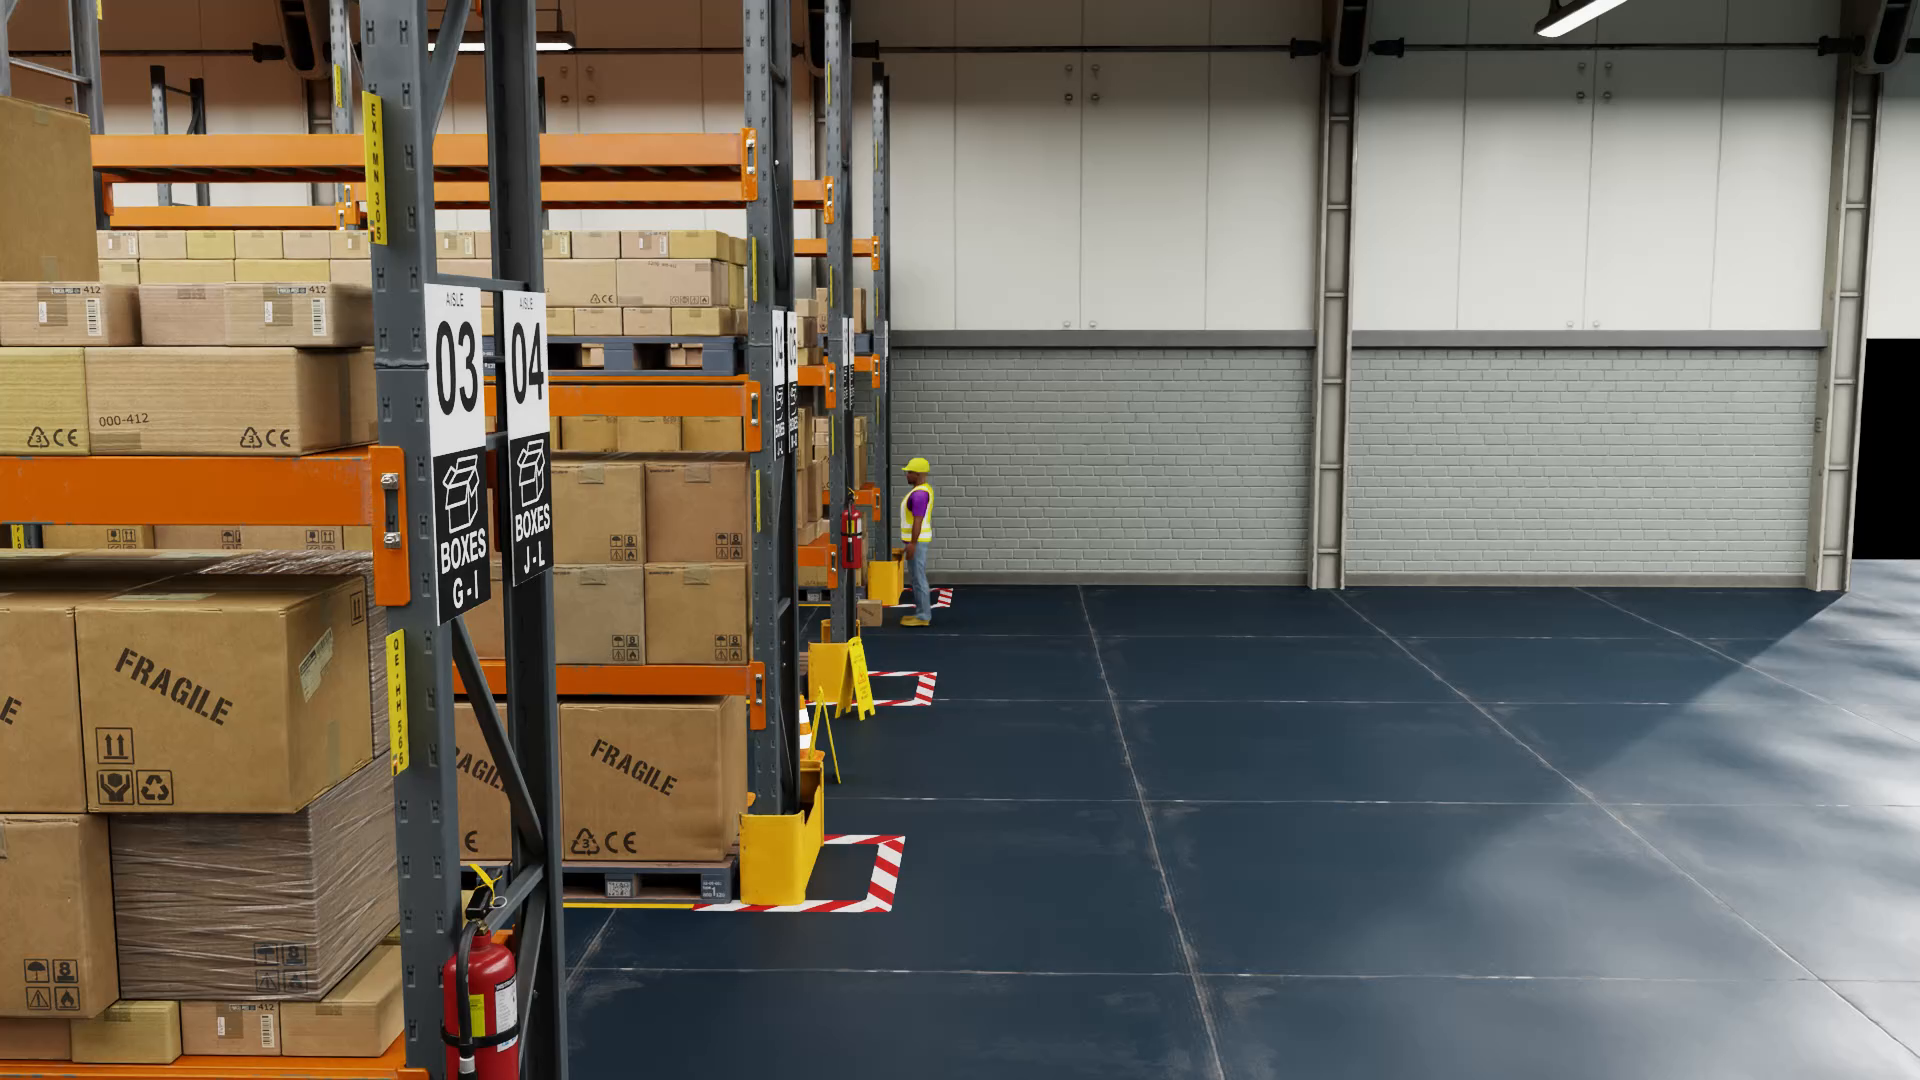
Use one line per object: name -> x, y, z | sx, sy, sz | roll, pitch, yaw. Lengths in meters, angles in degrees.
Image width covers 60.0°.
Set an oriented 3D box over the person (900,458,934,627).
person -> -0.454, 0.017, 17.507 | 0.352, 1.765, 0.455 | 0, 7, 3
